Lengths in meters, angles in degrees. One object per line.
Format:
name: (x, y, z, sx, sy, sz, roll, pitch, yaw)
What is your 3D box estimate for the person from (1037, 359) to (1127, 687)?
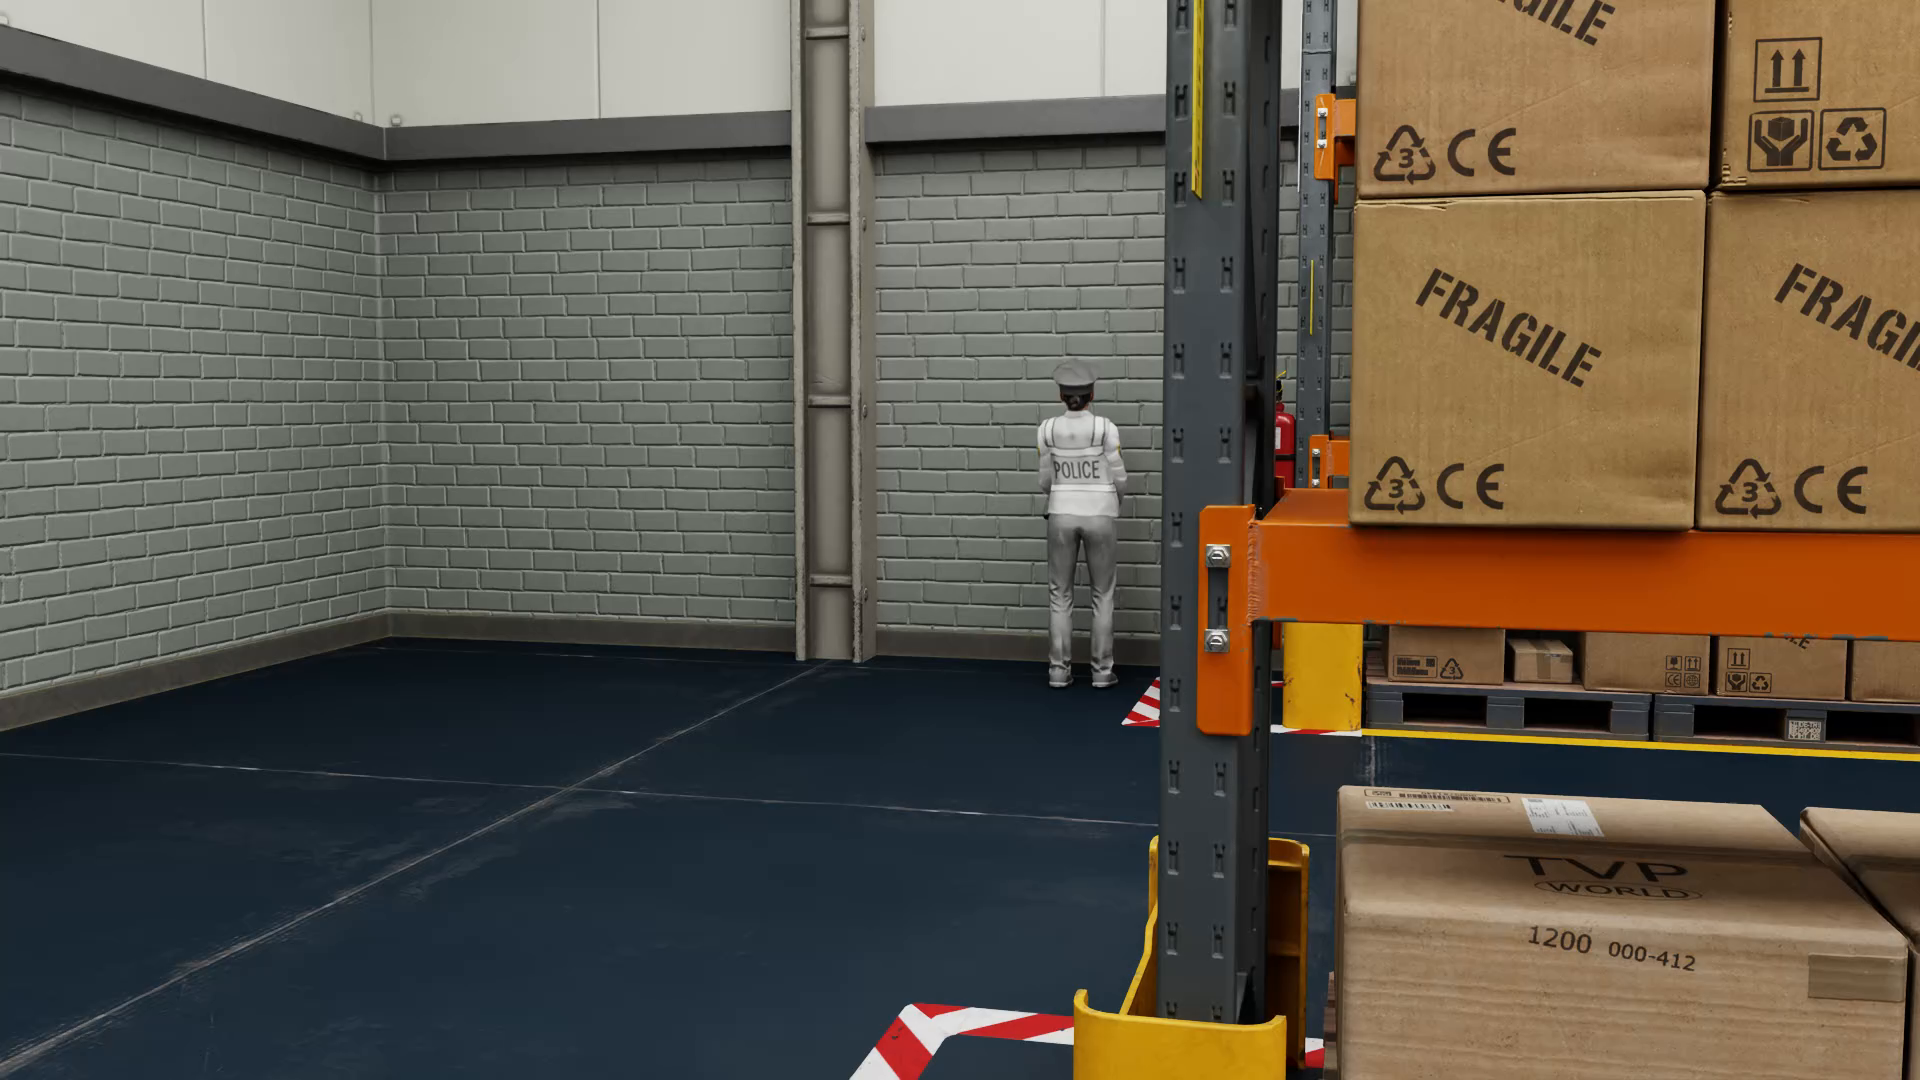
person: (0.635, -0.084, 8.589, 0.461, 1.687, 0.562, 1, 5, 14)
